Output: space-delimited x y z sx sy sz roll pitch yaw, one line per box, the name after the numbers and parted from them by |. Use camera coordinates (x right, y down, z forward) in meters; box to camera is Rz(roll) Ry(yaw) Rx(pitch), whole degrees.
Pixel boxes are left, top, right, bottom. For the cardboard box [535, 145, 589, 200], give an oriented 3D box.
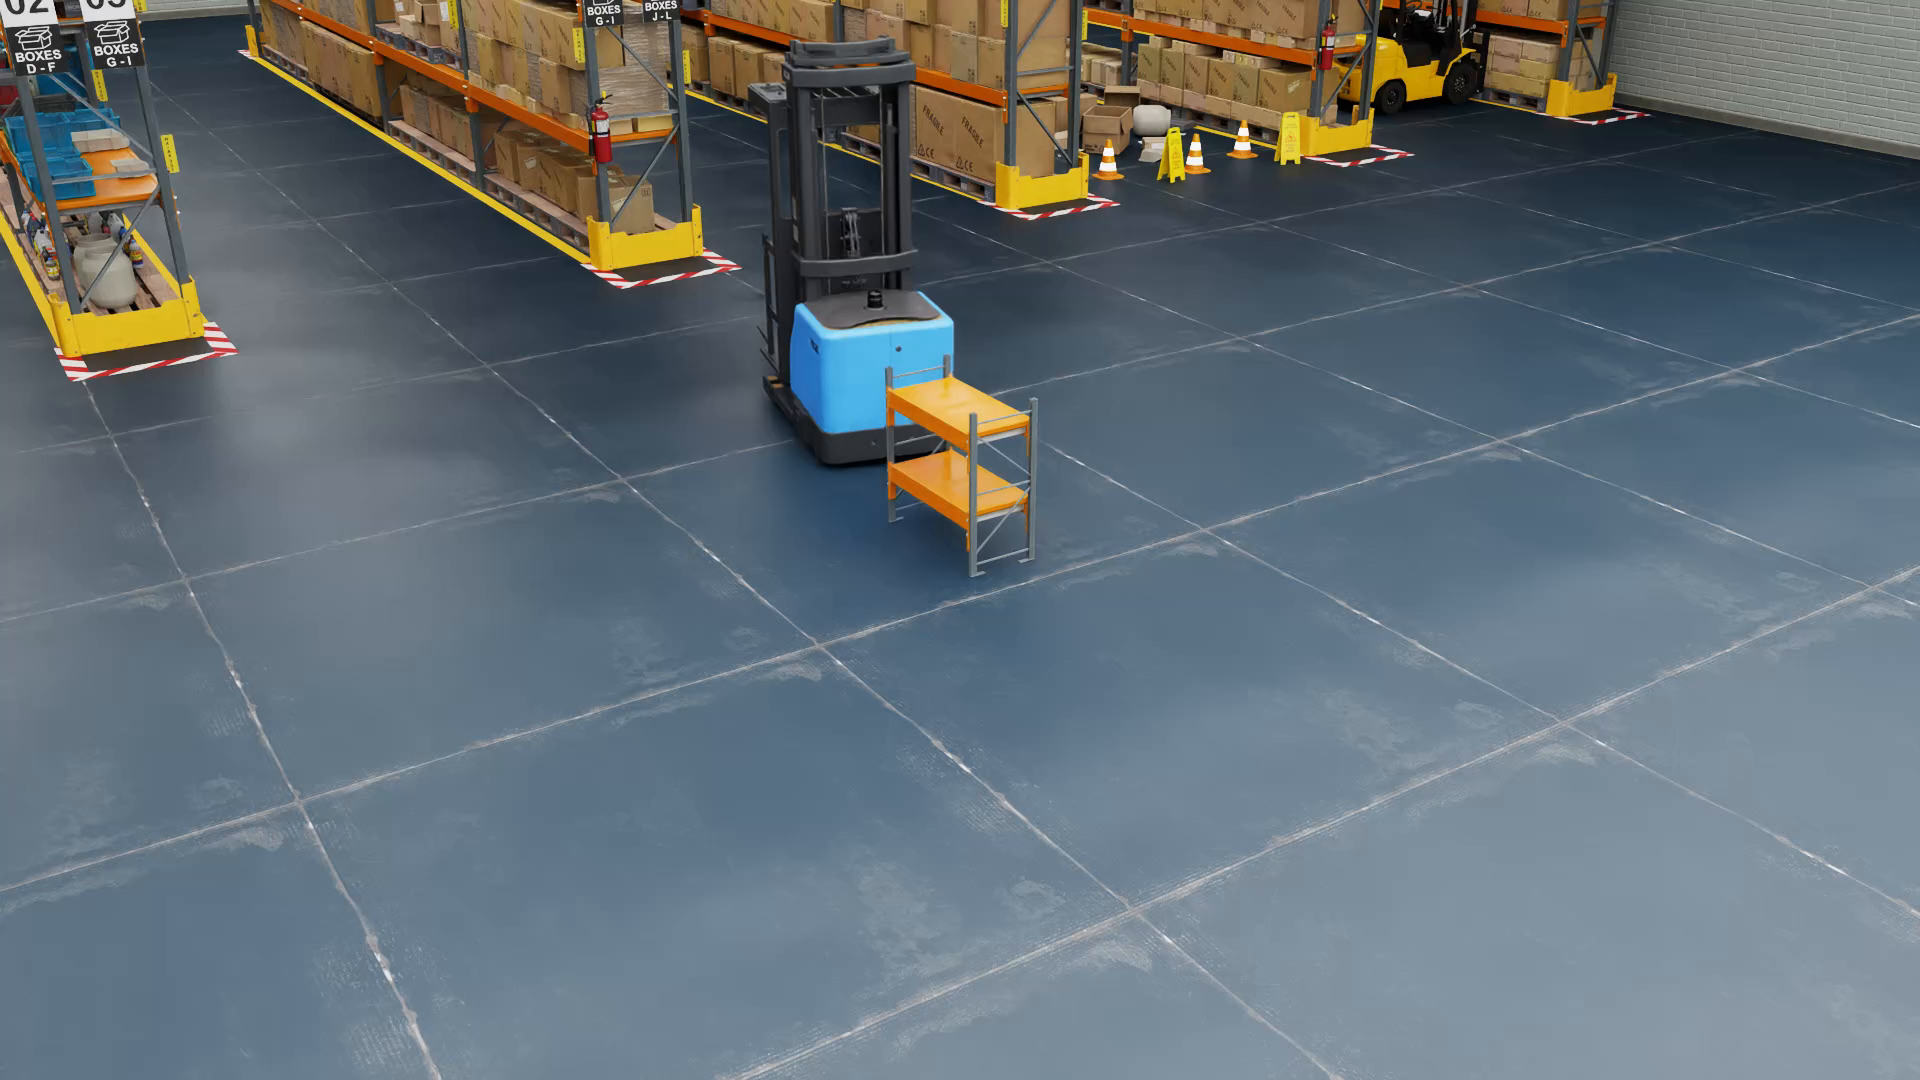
-4.522 -4.220 19.113 0.500 0.500 0.500 -19 31 -34 | cardboard box

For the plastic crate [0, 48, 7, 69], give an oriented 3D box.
-11.138 -5.376 19.050 0.402 0.464 0.583 -16 29 -30 | plastic crate

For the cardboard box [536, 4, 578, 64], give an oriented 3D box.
-4.032 -5.238 17.195 0.500 0.500 0.500 -16 29 -30 | cardboard box

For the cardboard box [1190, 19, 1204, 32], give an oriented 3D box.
3.466 -7.269 23.428 0.380 0.149 0.250 -15 29 -29 | cardboard box

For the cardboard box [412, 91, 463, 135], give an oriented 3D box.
-6.918 -5.789 22.412 0.700 0.500 0.500 -18 31 -34 | cardboard box

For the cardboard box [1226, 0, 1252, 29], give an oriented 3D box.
3.989 -7.269 22.668 0.500 0.500 0.500 -16 29 -30 | cardboard box

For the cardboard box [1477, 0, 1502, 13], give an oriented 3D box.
8.169 -8.288 25.176 0.500 0.500 0.500 -16 30 -31 | cardboard box

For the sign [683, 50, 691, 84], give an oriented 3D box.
-2.793 -4.807 16.906 0.100 0.325 0.005 -16 29 -30 | sign

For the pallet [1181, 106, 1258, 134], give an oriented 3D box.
3.939 -6.100 23.924 1.003 0.211 1.213 -16 29 -30 | pallet

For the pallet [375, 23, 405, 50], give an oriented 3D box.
-7.136 -6.834 22.438 1.213 0.211 1.003 -16 29 -30 | pallet

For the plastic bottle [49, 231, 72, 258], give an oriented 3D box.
-9.042 -2.972 16.707 0.152 0.276 0.135 -16 29 -30 | plastic bottle

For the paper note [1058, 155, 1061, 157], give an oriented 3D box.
1.316 -5.093 22.028 0.032 0.001 0.123 -1 25 -3 | paper note

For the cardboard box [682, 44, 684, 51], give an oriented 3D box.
-4.262 -7.691 26.465 0.500 0.500 0.500 -14 29 -28 | cardboard box

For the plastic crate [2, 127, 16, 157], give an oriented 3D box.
-9.076 -3.919 16.286 0.450 0.188 0.662 -16 29 -30 | plastic crate

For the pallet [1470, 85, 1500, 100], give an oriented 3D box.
8.098 -7.196 26.246 1.003 0.211 1.213 -16 29 -30 | pallet

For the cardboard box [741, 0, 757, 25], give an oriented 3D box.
-2.830 -7.731 23.995 0.500 0.500 0.500 -16 29 -30 | cardboard box

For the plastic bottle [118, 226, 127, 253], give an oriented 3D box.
-8.478 -3.052 16.883 0.097 0.271 0.097 0 25 0 | plastic bottle

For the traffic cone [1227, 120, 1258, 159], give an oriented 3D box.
3.740 -5.305 21.945 0.336 0.463 0.334 -16 29 -30 | traffic cone

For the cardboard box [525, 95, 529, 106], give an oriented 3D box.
-4.561 -4.847 18.299 0.380 0.149 0.250 -16 29 -30 | cardboard box

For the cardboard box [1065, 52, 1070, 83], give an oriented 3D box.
1.397 -6.816 24.216 0.500 0.500 0.500 -16 29 -30 | cardboard box

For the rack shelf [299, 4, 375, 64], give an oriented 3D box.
-8.706 -7.541 24.553 1.077 0.370 4.000 -16 29 -30 | rack shelf

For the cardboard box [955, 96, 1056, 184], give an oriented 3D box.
0.538 -4.865 20.040 0.875 0.875 0.875 -15 29 -29 | cardboard box

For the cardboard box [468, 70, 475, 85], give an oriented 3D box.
-5.565 -5.460 19.596 0.380 0.149 0.250 -16 29 -30 | cardboard box

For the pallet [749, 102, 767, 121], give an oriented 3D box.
-2.374 -6.274 24.293 1.003 0.211 1.213 -16 29 -30 | pallet

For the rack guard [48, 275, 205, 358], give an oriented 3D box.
-7.478 -2.021 14.946 1.175 0.500 0.348 -16 29 -30 | rack guard

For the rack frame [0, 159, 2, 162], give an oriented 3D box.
-11.764 -5.997 20.439 1.000 3.000 0.127 -16 29 -30 | rack frame

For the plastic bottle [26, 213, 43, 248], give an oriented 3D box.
-9.488 -3.182 17.063 0.144 0.351 0.185 -15 29 -28 | plastic bottle

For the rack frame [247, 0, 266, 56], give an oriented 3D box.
-11.981 -10.012 28.945 1.000 3.000 0.127 -16 29 -30 | rack frame

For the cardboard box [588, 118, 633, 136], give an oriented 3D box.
-3.576 -4.230 16.990 0.380 0.149 0.250 -16 29 -30 | cardboard box

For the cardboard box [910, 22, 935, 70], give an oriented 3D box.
-0.120 -6.200 20.695 0.875 0.550 0.500 -16 29 -30 | cardboard box

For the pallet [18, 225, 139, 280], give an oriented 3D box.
-9.249 -3.055 17.474 1.003 0.211 1.213 -16 29 -30 | pallet

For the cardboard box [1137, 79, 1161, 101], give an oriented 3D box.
2.968 -6.702 24.663 0.500 0.250 0.500 -17 30 -32 | cardboard box

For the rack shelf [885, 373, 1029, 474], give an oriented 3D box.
-0.004 -0.776 10.890 0.538 0.278 1.000 -16 29 -30 | rack shelf

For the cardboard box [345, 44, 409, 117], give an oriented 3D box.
-7.974 -6.632 23.781 1.225 0.875 0.875 -17 30 -32 | cardboard box

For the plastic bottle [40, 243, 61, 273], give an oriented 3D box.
-8.881 -2.754 16.245 0.152 0.276 0.135 -15 29 -29 | plastic bottle

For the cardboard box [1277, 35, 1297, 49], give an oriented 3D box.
4.441 -6.634 22.083 0.380 0.149 0.250 -16 30 -30 | cardboard box

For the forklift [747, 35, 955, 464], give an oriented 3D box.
-0.993 -2.491 13.094 1.130 2.935 3.031 -8 27 -17 | forklift

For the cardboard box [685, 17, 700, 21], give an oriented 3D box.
-4.113 -8.334 26.947 0.500 0.250 0.500 -15 29 -29 | cardboard box

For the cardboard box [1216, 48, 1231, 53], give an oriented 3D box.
3.979 -6.802 23.996 0.500 0.500 0.500 -14 29 -27 | cardboard box

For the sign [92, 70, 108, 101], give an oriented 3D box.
-9.114 -4.815 17.612 0.100 0.325 0.005 -16 29 -30 | sign

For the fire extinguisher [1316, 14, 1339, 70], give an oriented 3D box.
4.732 -6.416 21.417 0.296 0.674 0.183 -16 29 -30 | fire extinguisher

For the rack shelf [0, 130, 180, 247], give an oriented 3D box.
-8.489 -3.525 16.047 1.077 0.370 4.000 -16 29 -30 | rack shelf

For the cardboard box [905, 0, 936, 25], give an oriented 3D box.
-0.174 -6.674 20.432 0.875 0.550 0.500 -16 29 -30 | cardboard box

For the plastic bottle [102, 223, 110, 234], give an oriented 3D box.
-8.710 -3.105 16.980 0.061 0.283 0.133 -16 29 -30 | plastic bottle

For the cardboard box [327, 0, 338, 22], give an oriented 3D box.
-8.922 -7.862 24.273 0.500 0.500 0.500 -15 29 -29 | cardboard box

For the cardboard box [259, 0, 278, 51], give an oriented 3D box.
-11.565 -9.031 28.864 0.875 0.875 0.875 -16 29 -30 | cardboard box

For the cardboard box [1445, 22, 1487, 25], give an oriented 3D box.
8.014 -8.094 26.439 0.500 0.250 0.500 -15 29 -29 | cardboard box

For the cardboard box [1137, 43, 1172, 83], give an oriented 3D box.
2.968 -7.041 24.502 0.500 0.500 0.500 -14 29 -27 | cardboard box

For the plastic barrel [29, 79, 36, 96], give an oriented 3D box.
-10.175 -5.013 18.516 0.301 0.262 0.301 0 25 0 | plastic barrel

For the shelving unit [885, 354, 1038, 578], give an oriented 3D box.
-0.004 -0.511 11.015 0.538 1.125 1.048 -16 29 -30 | shelving unit

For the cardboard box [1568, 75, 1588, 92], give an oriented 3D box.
9.109 -6.925 25.134 0.500 0.250 0.500 -15 29 -29 | cardboard box

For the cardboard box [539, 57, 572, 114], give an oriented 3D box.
-3.898 -4.823 17.488 0.875 0.500 0.500 -16 29 -30 | cardboard box

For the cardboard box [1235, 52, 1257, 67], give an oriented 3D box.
4.009 -6.610 22.829 0.380 0.149 0.250 -15 29 -29 | cardboard box
